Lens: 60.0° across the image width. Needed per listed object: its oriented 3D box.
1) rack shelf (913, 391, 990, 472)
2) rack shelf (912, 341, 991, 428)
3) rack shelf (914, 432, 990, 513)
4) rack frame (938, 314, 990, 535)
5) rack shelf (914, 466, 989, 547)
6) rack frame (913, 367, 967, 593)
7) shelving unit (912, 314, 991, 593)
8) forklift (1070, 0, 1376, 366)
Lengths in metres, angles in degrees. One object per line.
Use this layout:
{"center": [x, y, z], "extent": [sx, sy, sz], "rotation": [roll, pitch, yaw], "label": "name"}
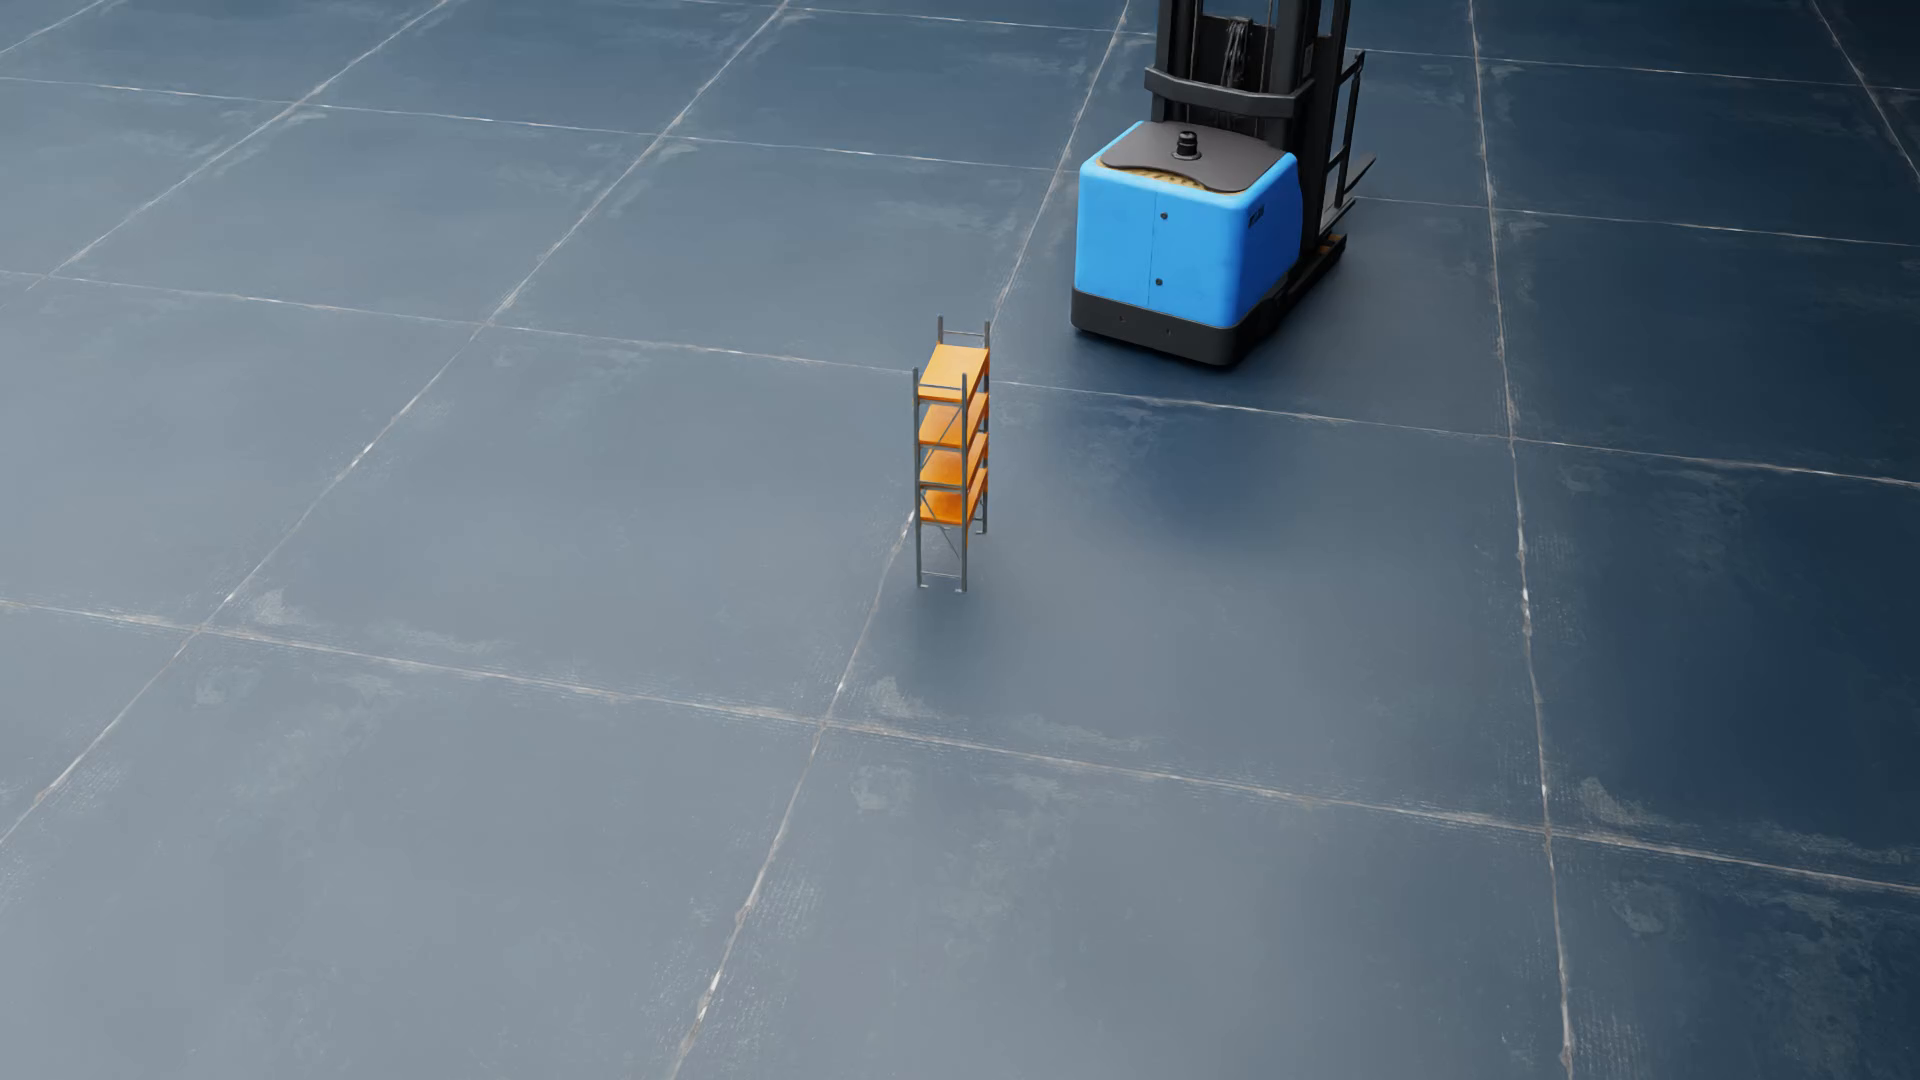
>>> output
{"center": [-0.035, -0.518, 7.675], "extent": [0.258, 0.148, 0.480], "rotation": [7, 37, 10], "label": "rack shelf"}
{"center": [-0.035, -0.709, 7.536], "extent": [0.258, 0.148, 0.480], "rotation": [7, 37, 10], "label": "rack shelf"}
{"center": [-0.035, -0.336, 7.806], "extent": [0.258, 0.148, 0.480], "rotation": [7, 37, 10], "label": "rack shelf"}
{"center": [0.017, -0.531, 7.960], "extent": [0.240, 1.200, 0.015], "rotation": [7, 37, 10], "label": "rack frame"}
{"center": [-0.035, -0.176, 7.923], "extent": [0.258, 0.148, 0.480], "rotation": [7, 37, 10], "label": "rack shelf"}
{"center": [-0.087, -0.251, 7.574], "extent": [0.240, 1.200, 0.015], "rotation": [7, 37, 10], "label": "rack frame"}
{"center": [-0.035, -0.391, 7.767], "extent": [0.258, 1.200, 0.503], "rotation": [7, 37, 10], "label": "shelving unit"}
{"center": [1.840, -3.023, 9.924], "extent": [1.130, 2.935, 3.031], "rotation": [19, 40, 24], "label": "forklift"}
